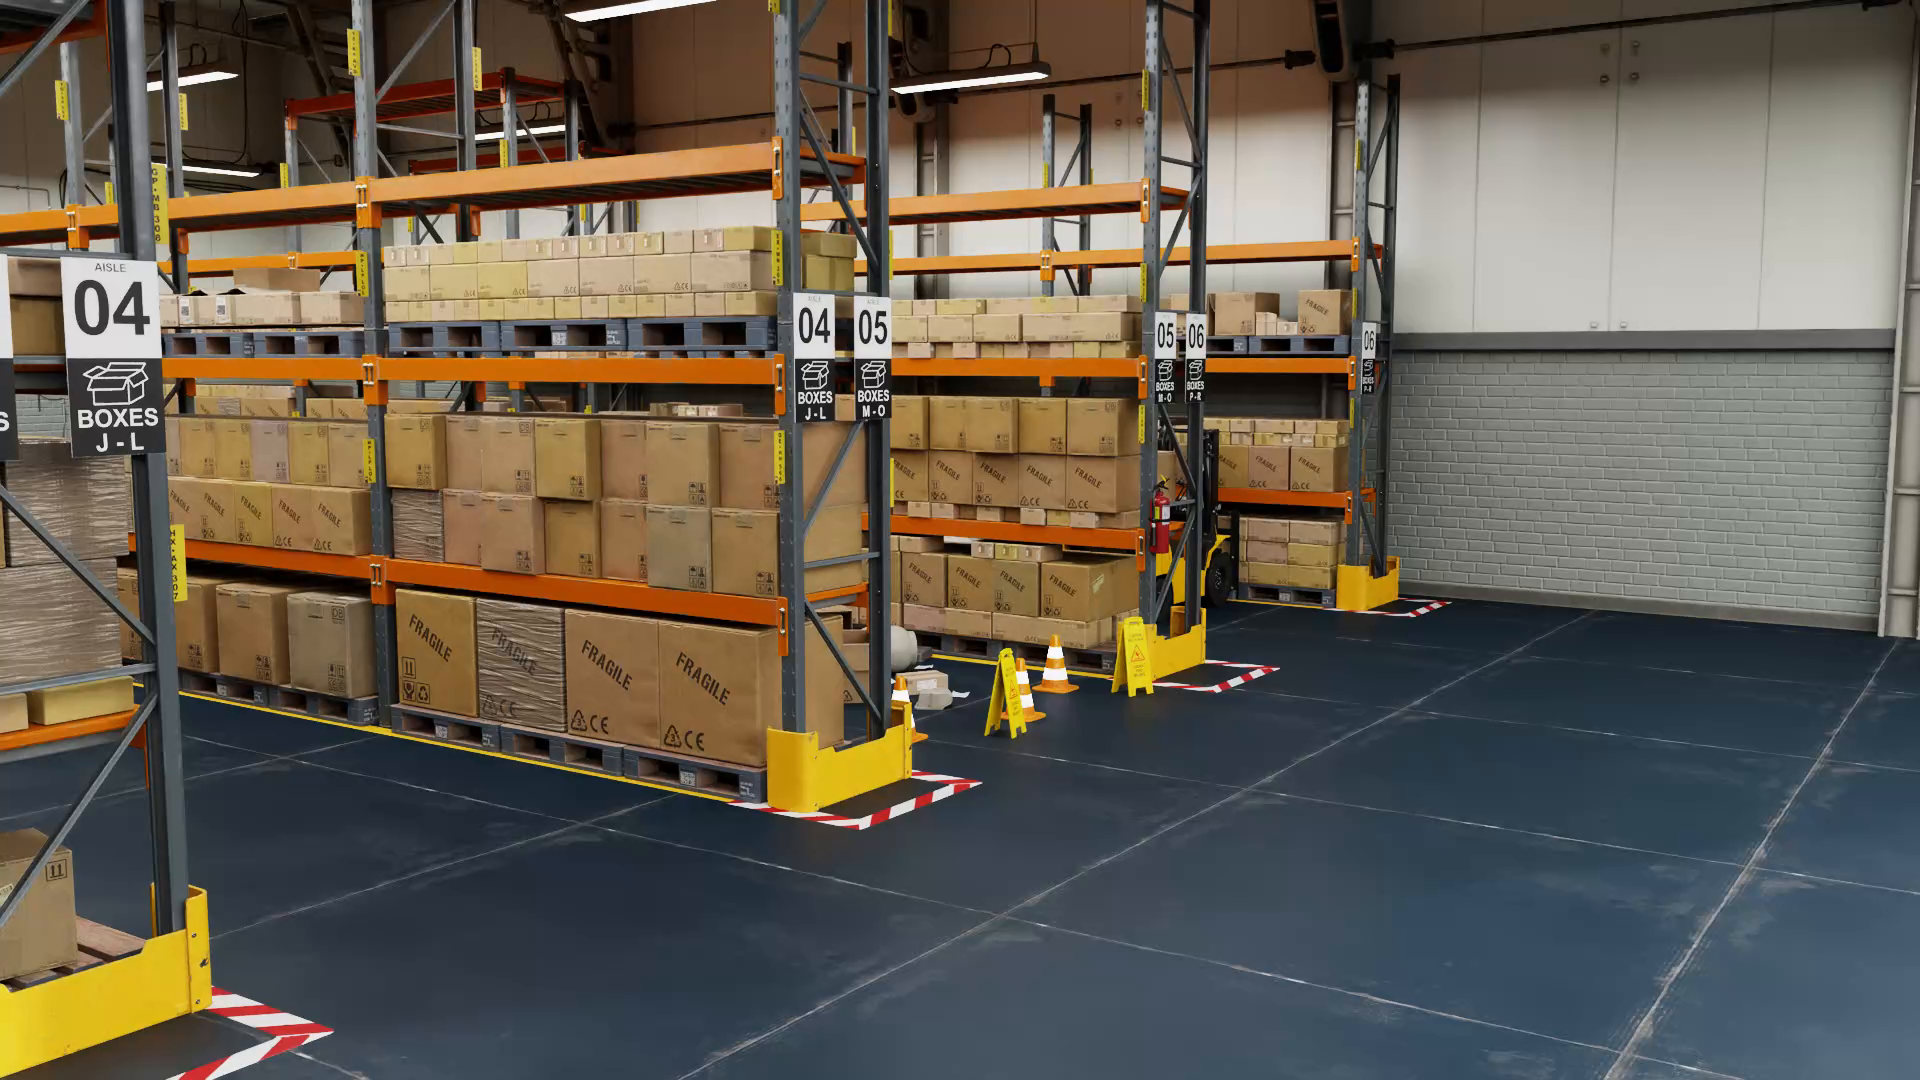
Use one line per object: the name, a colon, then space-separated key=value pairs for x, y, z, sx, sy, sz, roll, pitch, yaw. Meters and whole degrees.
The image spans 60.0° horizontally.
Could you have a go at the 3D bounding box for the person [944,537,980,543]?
person: x=-0.044 y=0.374 z=19.060 sx=0.552 sy=0.834 sz=0.961 roll=4 pitch=7 yaw=32
